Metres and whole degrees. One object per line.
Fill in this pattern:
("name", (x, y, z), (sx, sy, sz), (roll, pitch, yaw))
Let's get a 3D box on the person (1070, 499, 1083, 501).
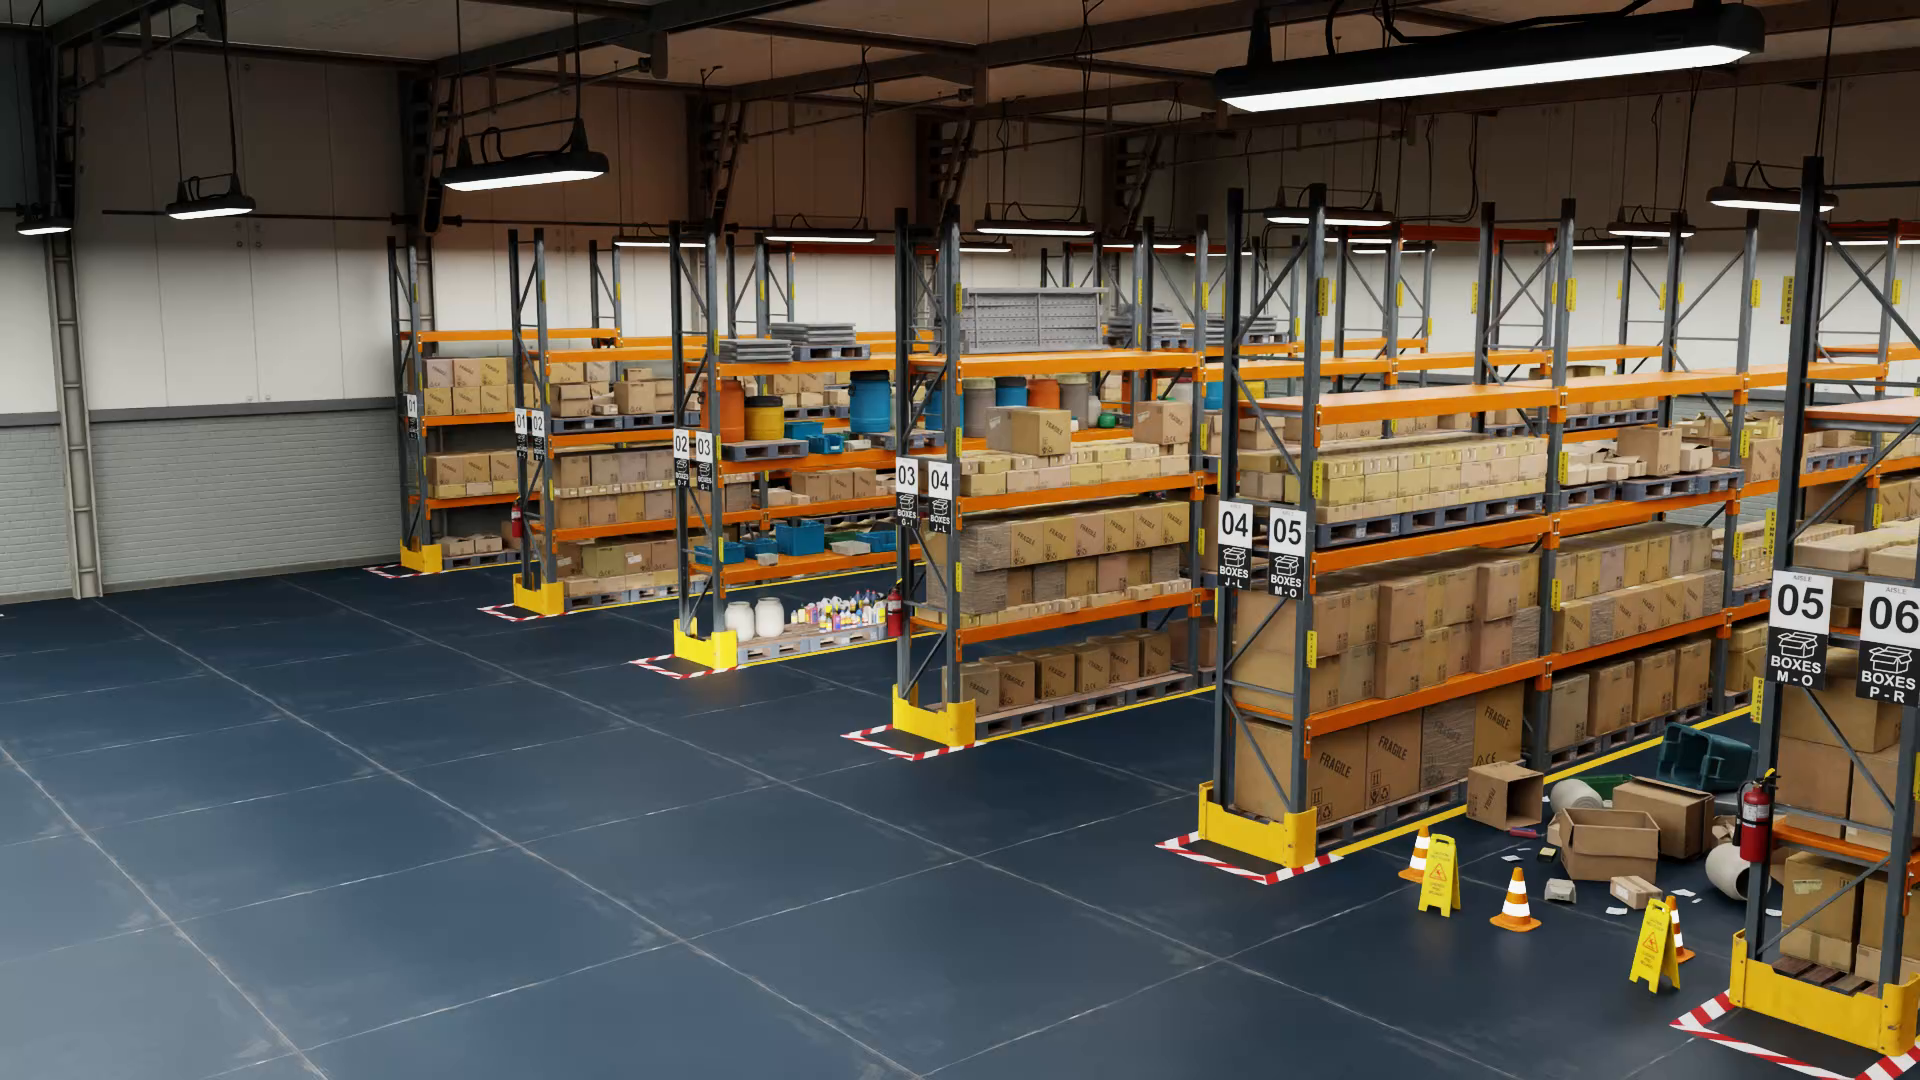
("person", (1.821, 0.136, 25.361), (0.599, 1.725, 1.137), (6, 11, 35))
